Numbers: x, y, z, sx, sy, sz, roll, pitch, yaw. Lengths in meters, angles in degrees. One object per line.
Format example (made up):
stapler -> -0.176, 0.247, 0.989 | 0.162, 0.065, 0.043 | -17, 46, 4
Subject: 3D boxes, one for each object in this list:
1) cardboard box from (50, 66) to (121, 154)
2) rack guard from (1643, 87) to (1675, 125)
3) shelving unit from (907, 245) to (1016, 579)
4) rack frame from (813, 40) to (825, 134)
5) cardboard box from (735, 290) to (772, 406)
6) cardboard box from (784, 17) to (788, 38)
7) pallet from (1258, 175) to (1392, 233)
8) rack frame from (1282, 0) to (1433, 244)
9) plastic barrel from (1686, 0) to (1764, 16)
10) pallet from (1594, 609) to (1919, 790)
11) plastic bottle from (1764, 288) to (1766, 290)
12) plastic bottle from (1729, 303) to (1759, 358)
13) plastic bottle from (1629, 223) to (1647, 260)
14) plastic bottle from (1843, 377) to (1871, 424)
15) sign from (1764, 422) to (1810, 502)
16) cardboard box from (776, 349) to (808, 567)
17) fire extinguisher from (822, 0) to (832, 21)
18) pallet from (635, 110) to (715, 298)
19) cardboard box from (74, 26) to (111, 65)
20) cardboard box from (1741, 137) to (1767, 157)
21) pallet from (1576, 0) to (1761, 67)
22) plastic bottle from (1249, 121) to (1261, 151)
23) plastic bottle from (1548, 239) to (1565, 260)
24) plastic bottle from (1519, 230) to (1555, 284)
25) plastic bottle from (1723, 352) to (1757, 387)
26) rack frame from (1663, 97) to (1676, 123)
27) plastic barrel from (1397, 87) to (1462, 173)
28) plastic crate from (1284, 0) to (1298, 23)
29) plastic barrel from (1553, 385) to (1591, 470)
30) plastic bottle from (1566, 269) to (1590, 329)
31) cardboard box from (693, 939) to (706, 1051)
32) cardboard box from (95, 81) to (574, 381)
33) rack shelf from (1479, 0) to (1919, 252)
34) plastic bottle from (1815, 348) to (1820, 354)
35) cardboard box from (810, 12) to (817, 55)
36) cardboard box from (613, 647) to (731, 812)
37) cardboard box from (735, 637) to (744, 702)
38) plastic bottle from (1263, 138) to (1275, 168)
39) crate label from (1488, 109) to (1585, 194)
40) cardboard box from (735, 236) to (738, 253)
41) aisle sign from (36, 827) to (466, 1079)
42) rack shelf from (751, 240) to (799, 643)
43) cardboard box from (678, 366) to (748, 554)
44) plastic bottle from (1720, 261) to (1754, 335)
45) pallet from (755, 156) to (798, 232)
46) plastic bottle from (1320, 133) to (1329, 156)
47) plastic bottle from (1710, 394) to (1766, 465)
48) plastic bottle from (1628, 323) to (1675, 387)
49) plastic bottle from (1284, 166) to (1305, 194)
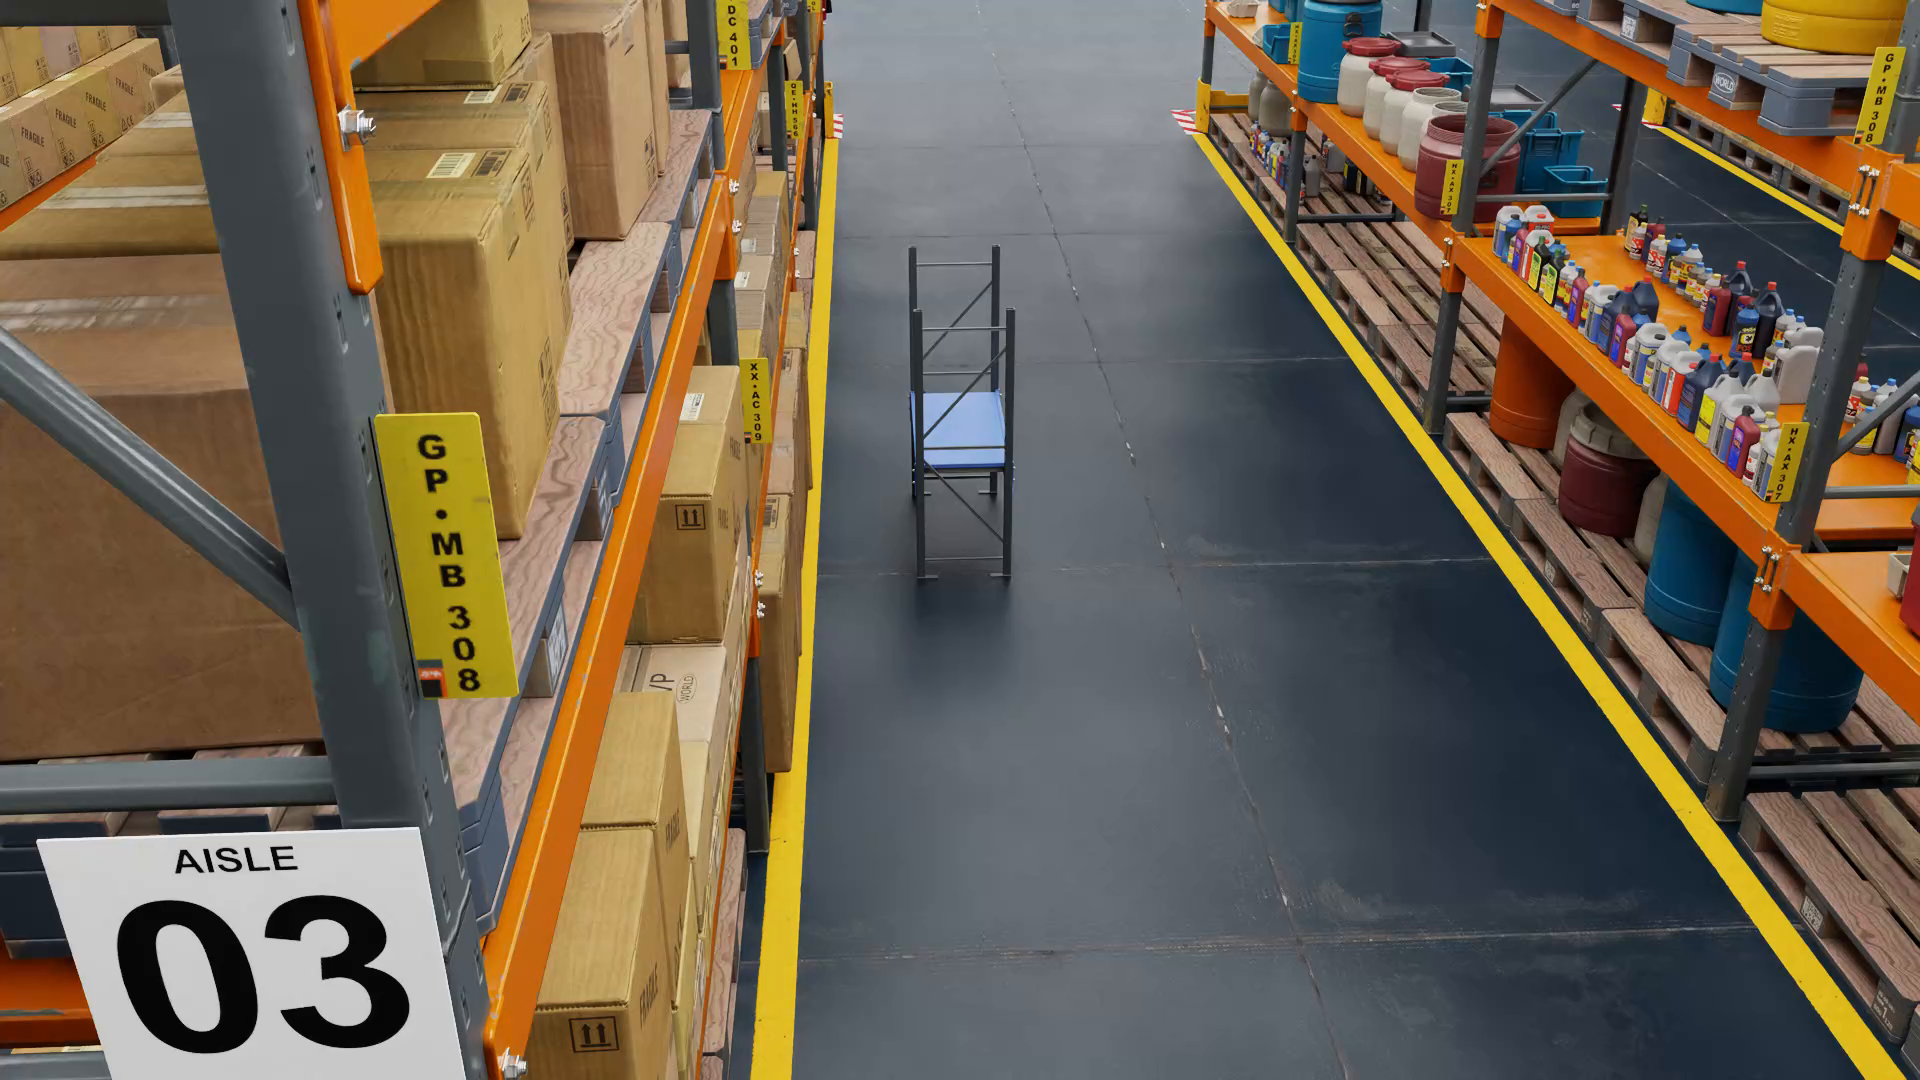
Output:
cardboard box -> -6.311, -3.026, 11.700 | 0.500, 0.500, 0.500 | -1, 28, -2
rack guard -> 7.983, -4.744, 17.804 | 1.175, 0.500, 0.348 | -1, 28, -3
shelving unit -> -0.004, -0.704, 8.979 | 0.538, 1.500, 1.048 | -1, 28, -3
rack frame -> -1.908, -5.603, 16.750 | 1.000, 3.000, 0.127 | -1, 28, -3
cardboard box -> -1.109, -0.788, 7.409 | 0.500, 0.500, 0.500 | -2, 28, -4
cardboard box -> -1.798, -3.838, 12.262 | 1.000, 1.000, 1.000 | -1, 28, -2
pallet -> 3.253, -2.951, 14.679 | 1.003, 0.211, 1.213 | -1, 28, -3
rack frame -> 3.247, -3.876, 13.437 | 1.000, 3.000, 0.127 | -1, 28, -3
plastic barrel -> 3.423, -2.704, 6.951 | 0.600, 0.901, 0.708 | -1, 28, -3
pallet -> 3.666, 0.698, 7.684 | 1.003, 0.211, 1.213 | -1, 28, -3
plastic bottle -> 3.979, -1.125, 8.290 | 0.061, 0.283, 0.133 | -1, 28, -3
plastic bottle -> 3.827, -1.023, 8.106 | 0.097, 0.271, 0.097 | 0, 28, 0
plastic bottle -> 3.891, -1.710, 9.500 | 0.097, 0.201, 0.097 | 0, 28, 0
plastic bottle -> 4.013, -0.629, 7.428 | 0.097, 0.201, 0.097 | 0, 28, 0
sign -> 3.115, -0.292, 6.266 | 0.100, 0.325, 0.005 | -1, 28, -3
cardboard box -> -1.436, -0.422, 8.659 | 1.225, 0.875, 0.875 | -1, 28, -2
fire extinguisher -> -1.454, -5.633, 16.890 | 0.296, 0.674, 0.183 | -1, 28, -3
pallet -> -1.249, -0.974, 4.726 | 1.003, 0.211, 1.213 | -1, 28, -3
cardboard box -> -6.597, -3.704, 11.919 | 0.700, 0.500, 0.500 | -2, 28, -3
cardboard box -> 7.867, -3.862, 15.931 | 0.500, 0.250, 0.500 | -1, 28, -3
pallet -> 3.464, -2.311, 7.398 | 1.003, 0.211, 1.213 | -1, 28, -3
plastic bottle -> 2.821, -3.864, 15.889 | 0.097, 0.271, 0.097 | 0, 28, 0
plastic bottle -> 3.219, -1.497, 9.016 | 0.097, 0.271, 0.097 | 0, 28, 0
plastic bottle -> 3.180, -1.552, 9.117 | 0.152, 0.276, 0.135 | -1, 28, -3
plastic bottle -> 3.424, -0.665, 7.334 | 0.144, 0.351, 0.185 | -1, 28, -3
rack frame -> 7.985, -5.841, 17.205 | 1.000, 3.000, 0.127 | -1, 28, -3
plastic barrel -> 3.167, -2.743, 11.144 | 0.421, 0.512, 0.421 | 0, 28, 0
plastic crate -> 3.391, -5.133, 16.009 | 0.499, 0.251, 0.408 | -1, 28, -3
plastic barrel -> 3.617, -0.627, 9.446 | 0.421, 0.512, 0.421 | 0, 28, 0
plastic bottle -> 3.170, -1.234, 8.499 | 0.061, 0.283, 0.133 | -1, 28, -3
cardboard box -> -0.831, 1.131, 4.109 | 0.380, 0.149, 0.250 | -2, 28, -3
cardboard box -> -1.138, -0.558, 3.163 | 0.700, 0.500, 0.500 | -3, 28, -6
rack shelf -> 3.560, -2.116, 7.597 | 1.077, 0.370, 4.000 | -1, 28, -3
plastic bottle -> 3.972, -0.777, 7.630 | 0.152, 0.276, 0.135 | -1, 28, -3
cardboard box -> -1.652, -4.373, 13.962 | 0.875, 0.500, 0.500 | -1, 28, -3
cardboard box -> -0.940, 0.545, 4.802 | 0.500, 0.250, 0.500 | -1, 28, -2
cardboard box -> -0.912, 0.420, 5.473 | 0.380, 0.149, 0.250 | -2, 28, -4
plastic bottle -> 2.855, -3.565, 15.317 | 0.097, 0.271, 0.097 | 0, 28, 0
crate label -> 3.674, -2.510, 10.780 | 0.502, 0.435, 0.616 | -1, 28, -3
cardboard box -> -1.348, -1.163, 7.043 | 0.797, 0.503, 0.637 | -1, 28, -2
aisle sign -> -0.770, 0.659, 1.932 | 0.394, 0.787, 0.004 | -1, 28, -3
rack shelf -> -1.386, -0.666, 8.062 | 1.077, 0.370, 4.000 | -1, 28, -3
cardboard box -> -0.991, -0.254, 5.522 | 0.500, 0.500, 0.500 | -1, 28, -1
plastic bottle -> 3.929, -1.228, 8.414 | 0.144, 0.351, 0.185 | -1, 28, -3
pallet -> -1.634, -2.150, 10.337 | 1.213, 0.211, 1.003 | -1, 28, -3
plastic bottle -> 3.451, -3.756, 15.670 | 0.061, 0.283, 0.133 | -1, 28, -3
plastic bottle -> 3.302, -0.469, 7.040 | 0.152, 0.276, 0.135 | -1, 28, -3
plastic bottle -> 3.257, -0.871, 7.811 | 0.152, 0.276, 0.135 | -1, 28, -3
plastic bottle -> 2.925, -3.187, 14.505 | 0.144, 0.351, 0.185 | -2, 28, -4
